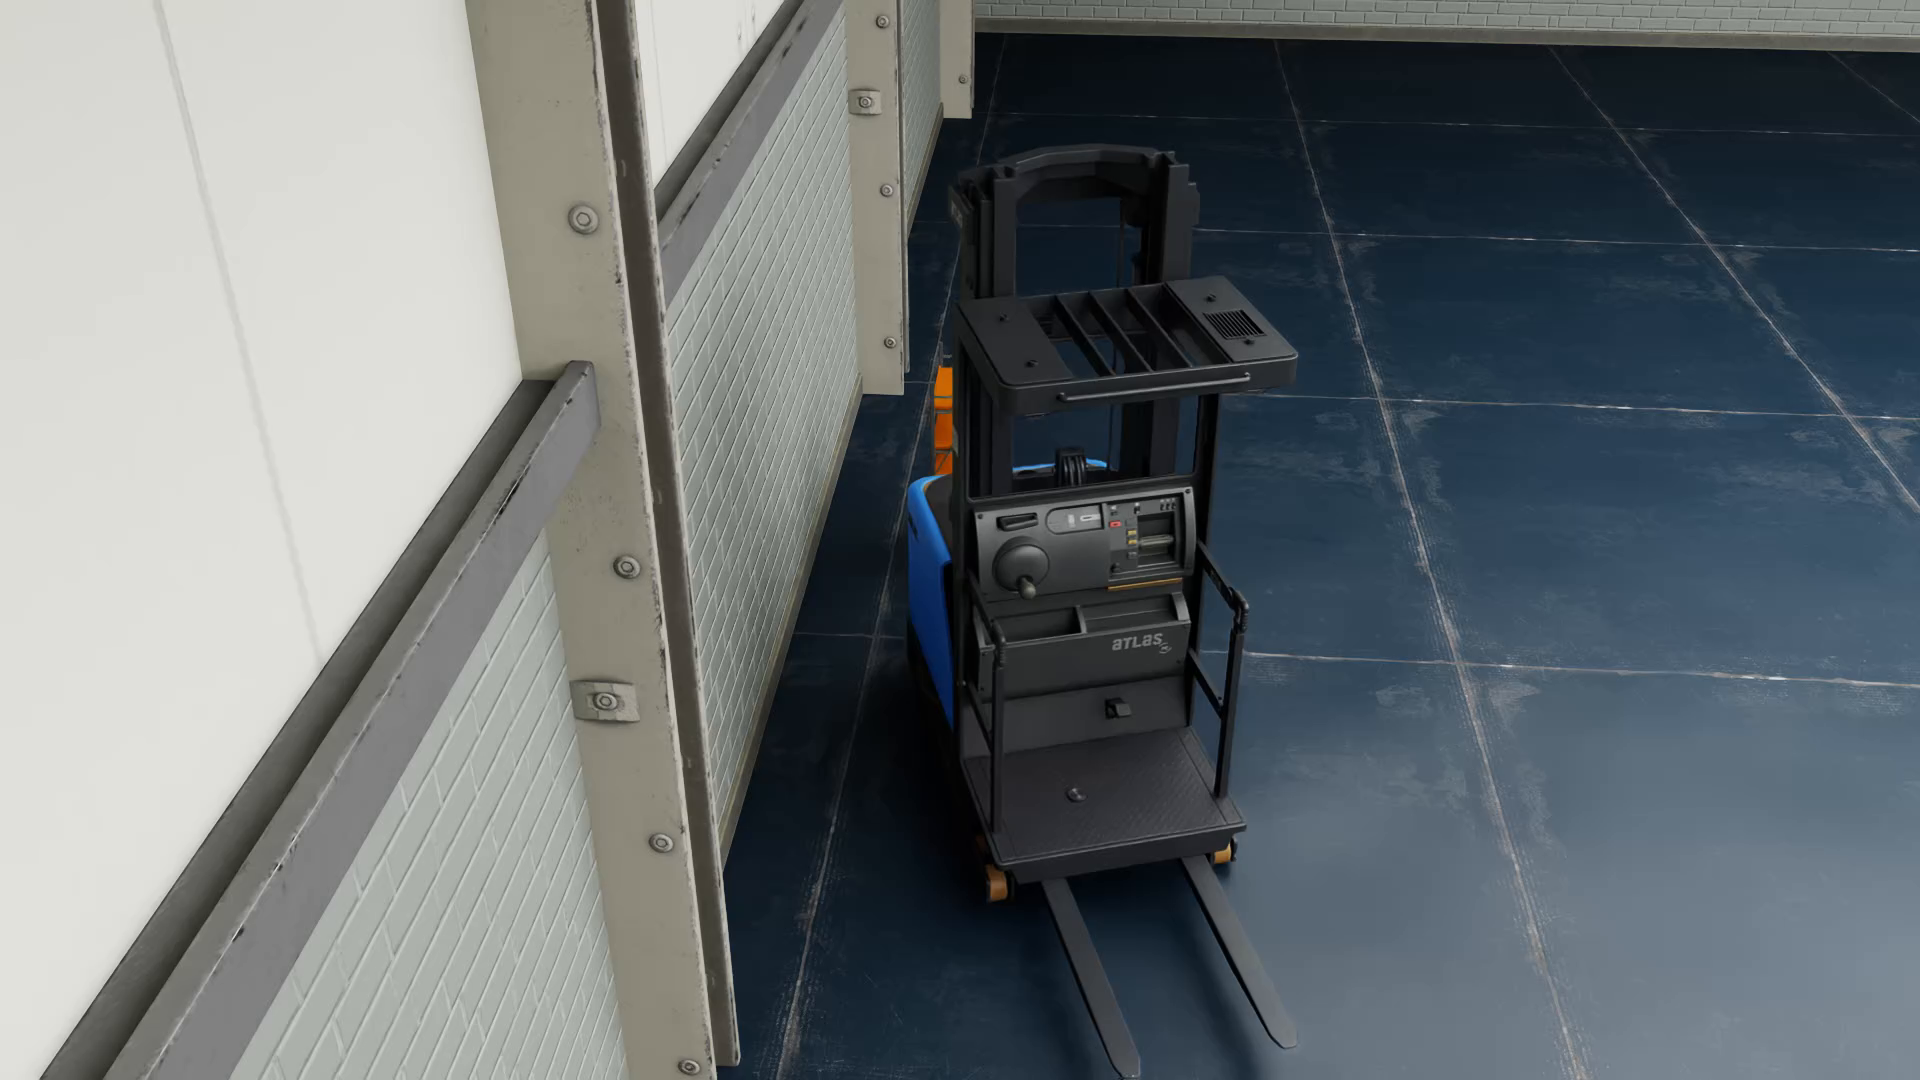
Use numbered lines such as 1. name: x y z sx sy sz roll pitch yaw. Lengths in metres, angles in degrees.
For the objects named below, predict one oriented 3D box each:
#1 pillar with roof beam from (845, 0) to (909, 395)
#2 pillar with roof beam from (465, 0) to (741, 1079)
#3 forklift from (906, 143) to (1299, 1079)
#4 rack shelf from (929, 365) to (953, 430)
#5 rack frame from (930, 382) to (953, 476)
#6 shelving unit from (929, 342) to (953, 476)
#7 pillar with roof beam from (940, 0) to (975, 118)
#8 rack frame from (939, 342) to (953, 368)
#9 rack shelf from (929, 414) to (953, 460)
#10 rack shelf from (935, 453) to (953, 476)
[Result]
1. pillar with roof beam: 3.773 -4.725 8.620 9.100 9.000 0.400 2 32 4
2. pillar with roof beam: 3.285 -1.587 3.529 9.100 9.000 0.400 2 32 4
3. forklift: 0.568 0.063 6.635 1.130 2.935 3.031 -7 32 -11
4. rack shelf: -0.013 -0.759 8.869 0.258 0.148 0.480 2 32 4
5. rack frame: -0.033 -0.297 8.868 0.240 1.200 0.015 2 32 4
6. shelving unit: -0.013 -0.424 9.075 0.258 1.200 0.503 2 32 4
7. pillar with roof beam: 4.262 -7.862 13.711 9.100 9.000 0.400 2 32 4
8. rack frame: 0.006 -0.552 9.282 0.240 1.200 0.015 2 32 4
9. rack shelf: -0.013 -0.557 8.993 0.258 0.148 0.480 2 32 4
10. rack shelf: -0.013 -0.367 9.110 0.258 0.148 0.480 2 32 4
